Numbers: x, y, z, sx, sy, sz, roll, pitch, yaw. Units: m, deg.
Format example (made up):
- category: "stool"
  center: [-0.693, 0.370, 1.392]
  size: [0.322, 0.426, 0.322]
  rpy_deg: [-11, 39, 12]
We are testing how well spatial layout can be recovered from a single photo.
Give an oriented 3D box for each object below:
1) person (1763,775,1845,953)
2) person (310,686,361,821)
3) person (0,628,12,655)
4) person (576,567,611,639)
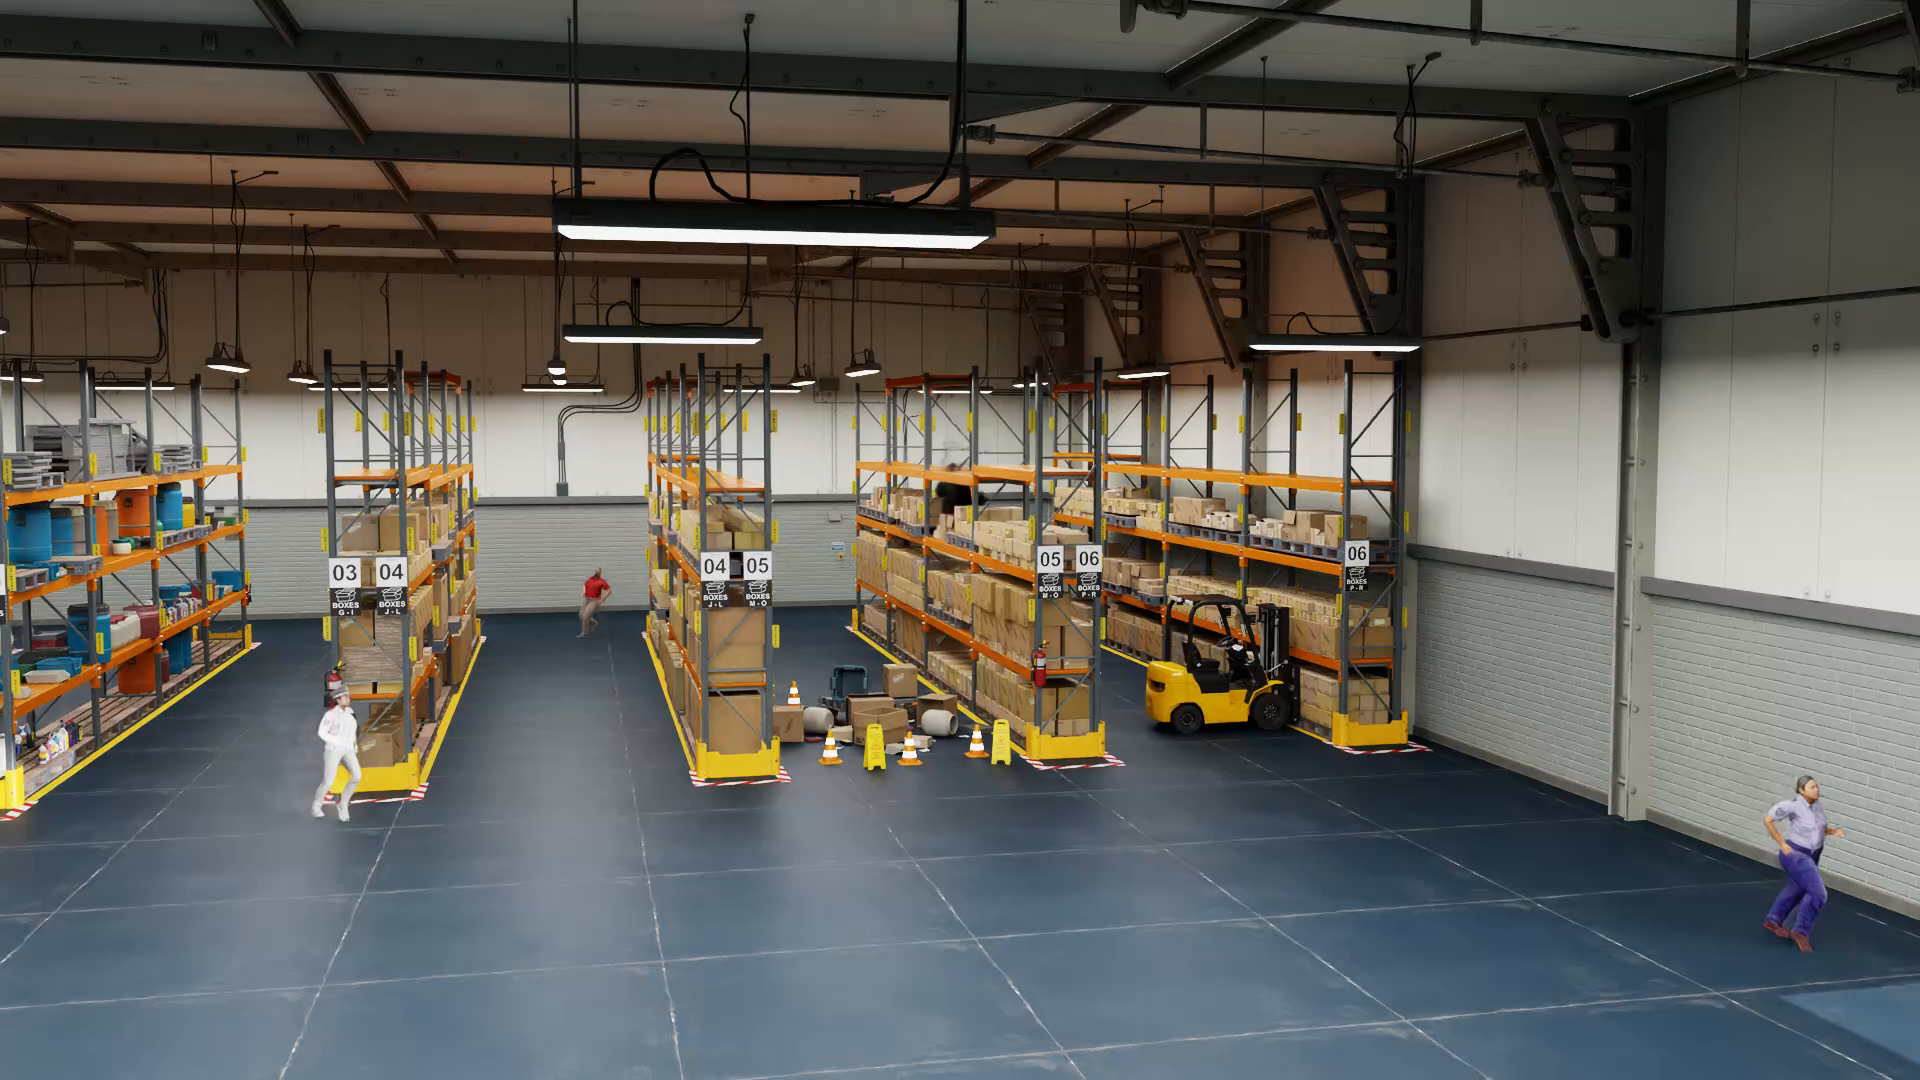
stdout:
- category: "person"
  center: [8.096, 3.096, 15.955]
  size: [0.572, 1.707, 0.705]
  rpy_deg: [-3, 5, -35]
- category: "person"
  center: [-7.904, 2.706, 21.144]
  size: [0.653, 1.691, 0.611]
  rpy_deg: [2, 5, 30]
- category: "person"
  center: [-17.120, 2.140, 29.497]
  size: [0.534, 1.615, 0.863]
  rpy_deg: [-2, 4, -23]
- category: "person"
  center: [-8.603, 1.470, 38.966]
  size: [0.736, 1.650, 0.701]
  rpy_deg: [3, 5, 34]
